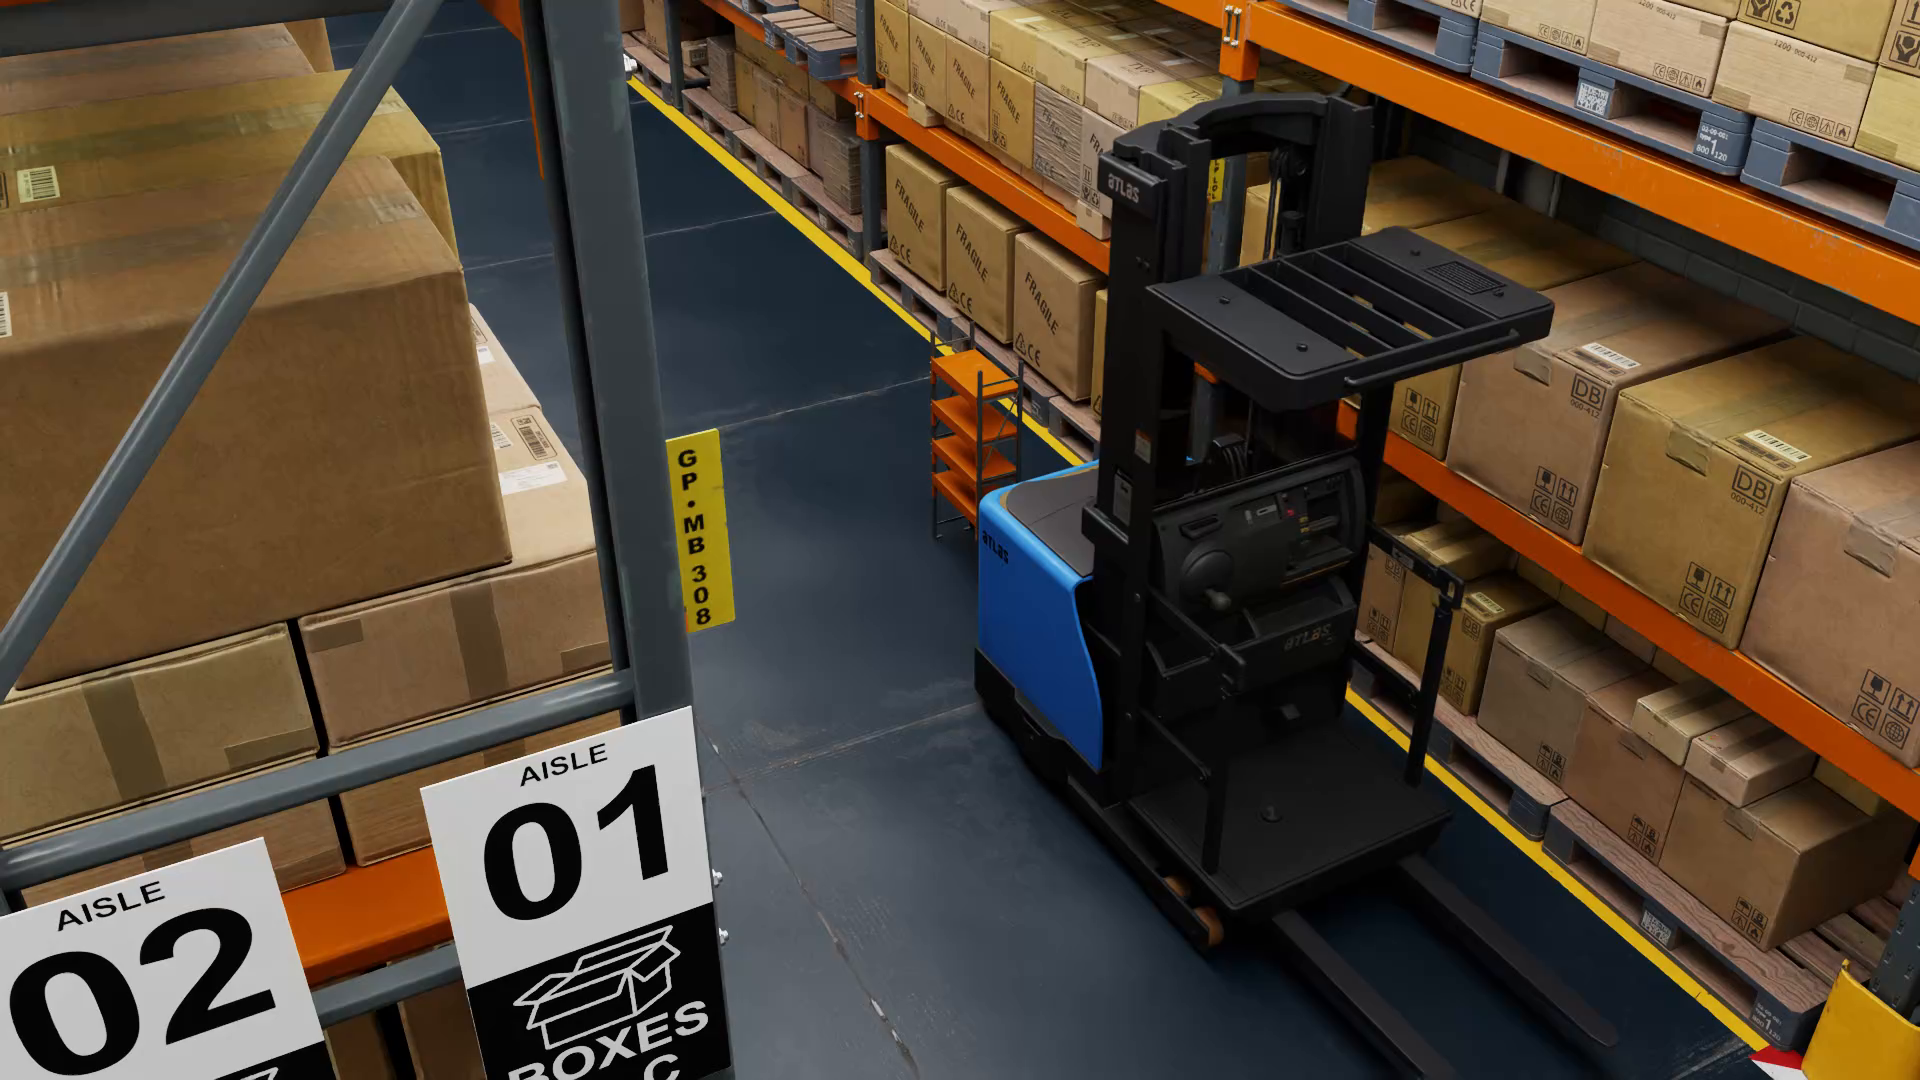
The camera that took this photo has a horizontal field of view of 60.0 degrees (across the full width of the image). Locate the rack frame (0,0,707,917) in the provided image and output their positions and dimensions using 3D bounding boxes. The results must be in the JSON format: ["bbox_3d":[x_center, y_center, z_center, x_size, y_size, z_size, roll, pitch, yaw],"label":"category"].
[{"bbox_3d":[-0.862,-0.764,1.601,1.000,3.000,0.127,-16,36,-23],"label":"rack frame"}]

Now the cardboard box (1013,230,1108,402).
[{"bbox_3d":[0.819,-1.367,9.707,0.750,0.750,0.750,-15,35,-22],"label":"cardboard box"}]

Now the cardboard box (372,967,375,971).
[{"bbox_3d":[-1.312,0.957,4.384,0.500,0.500,0.500,-16,36,-23],"label":"cardboard box"}]

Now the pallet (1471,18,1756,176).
[{"bbox_3d":[2.591,-1.646,5.840,1.003,0.211,1.213,-16,36,-23],"label":"pallet"}]

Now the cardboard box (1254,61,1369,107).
[{"bbox_3d":[1.670,-2.171,8.276,0.500,0.250,0.500,-15,35,-22],"label":"cardboard box"}]

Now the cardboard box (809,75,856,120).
[{"bbox_3d":[-0.803,-3.370,12.444,0.500,0.250,0.500,-15,36,-22],"label":"cardboard box"}]

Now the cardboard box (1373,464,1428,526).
[{"bbox_3d":[1.910,-0.200,7.608,0.380,0.149,0.250,-15,35,-22],"label":"cardboard box"}]

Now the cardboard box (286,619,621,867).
[{"bbox_3d":[-0.876,0.253,2.933,0.500,0.250,0.500,-16,36,-23],"label":"cardboard box"}]

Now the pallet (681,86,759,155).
[{"bbox_3d":[-1.712,-3.667,14.278,1.003,0.211,1.213,-16,36,-23],"label":"pallet"}]

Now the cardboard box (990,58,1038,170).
[{"bbox_3d":[0.505,-2.447,9.402,0.500,0.500,0.500,-15,36,-22],"label":"cardboard box"}]

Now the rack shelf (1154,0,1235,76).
[{"bbox_3d":[0.721,-3.309,9.021,1.077,0.370,4.000,-16,36,-23],"label":"rack shelf"}]

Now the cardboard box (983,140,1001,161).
[{"bbox_3d":[0.362,-2.384,9.905,0.380,0.149,0.250,-15,36,-22],"label":"cardboard box"}]

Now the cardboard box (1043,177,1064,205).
[{"bbox_3d":[0.692,-2.005,9.313,0.380,0.149,0.250,-17,36,-24],"label":"cardboard box"}]

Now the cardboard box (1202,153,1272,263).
[{"bbox_3d":[1.215,-1.727,8.279,0.500,0.500,0.500,-16,36,-24],"label":"cardboard box"}]

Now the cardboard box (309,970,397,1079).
[{"bbox_3d":[-1.313,1.156,3.146,0.500,0.500,0.500,-16,36,-24],"label":"cardboard box"}]

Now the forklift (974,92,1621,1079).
[{"bbox_3d":[1.225,0.038,5.973,1.130,2.935,3.031,-17,36,-24],"label":"forklift"}]

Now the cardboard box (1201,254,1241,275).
[{"bbox_3d":[1.246,-1.387,8.349,0.380,0.149,0.250,-16,36,-23],"label":"cardboard box"}]

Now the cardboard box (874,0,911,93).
[{"bbox_3d":[-0.211,-3.183,10.551,0.500,0.500,0.500,-15,35,-22],"label":"cardboard box"}]

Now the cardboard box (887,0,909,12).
[{"bbox_3d":[-0.214,-3.500,10.350,0.500,0.250,0.500,-15,36,-22],"label":"cardboard box"}]

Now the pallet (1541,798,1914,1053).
[{"bbox_3d":[3.077,1.326,6.484,1.003,0.211,1.213,-16,36,-23],"label":"pallet"}]

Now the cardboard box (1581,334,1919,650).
[{"bbox_3d":[2.923,-0.197,5.999,0.980,0.700,0.700,-16,36,-23],"label":"cardboard box"}]

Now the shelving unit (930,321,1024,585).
[{"bbox_3d":[0.077,-0.426,8.303,0.258,1.200,0.503,-16,36,-23],"label":"shelving unit"}]

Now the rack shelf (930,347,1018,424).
[{"bbox_3d":[0.077,-0.757,8.091,0.258,0.148,0.480,-16,36,-23],"label":"rack shelf"}]

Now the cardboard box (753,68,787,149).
[{"bbox_3d":[-1.231,-3.511,13.358,0.700,0.500,0.500,-15,36,-23],"label":"cardboard box"}]

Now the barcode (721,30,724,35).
[{"bbox_3d":[-2.207,-4.708,15.488,0.001,0.075,0.075,-16,36,-23],"label":"barcode"}]

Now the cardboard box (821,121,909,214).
[{"bbox_3d":[-0.593,-2.767,12.197,0.700,0.500,0.500,-15,36,-22],"label":"cardboard box"}]

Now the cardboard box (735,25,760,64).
[{"bbox_3d":[-1.510,-4.105,13.590,0.500,0.250,0.500,-17,36,-24],"label":"cardboard box"}]

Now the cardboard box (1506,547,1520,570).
[{"bbox_3d":[2.508,-0.031,7.345,0.380,0.149,0.250,-15,36,-23],"label":"cardboard box"}]

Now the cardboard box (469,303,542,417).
[{"bbox_3d":[-1.098,-0.200,3.176,0.500,0.250,0.500,-16,36,-23],"label":"cardboard box"}]

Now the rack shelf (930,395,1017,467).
[{"bbox_3d":[0.077,-0.558,8.219,0.258,0.148,0.480,-16,36,-23],"label":"rack shelf"}]

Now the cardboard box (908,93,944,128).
[{"bbox_3d":[-0.104,-2.720,10.430,0.380,0.149,0.250,-15,35,-22],"label":"cardboard box"}]

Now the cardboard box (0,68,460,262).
[{"bbox_3d":[-1.274,-0.465,2.895,0.700,0.500,0.500,-16,36,-23],"label":"cardboard box"}]

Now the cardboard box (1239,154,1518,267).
[{"bbox_3d":[1.892,-1.258,7.655,0.980,0.700,0.700,-15,36,-22],"label":"cardboard box"}]

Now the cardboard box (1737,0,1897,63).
[{"bbox_3d":[2.712,-1.743,4.871,0.500,0.500,0.500,-15,35,-22],"label":"cardboard box"}]

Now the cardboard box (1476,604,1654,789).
[{"bbox_3d":[2.635,0.602,6.957,0.700,0.500,0.500,-17,36,-25],"label":"cardboard box"}]

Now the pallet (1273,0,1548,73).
[{"bbox_3d":[2.026,-2.227,6.748,1.003,0.211,1.213,-16,36,-23],"label":"pallet"}]

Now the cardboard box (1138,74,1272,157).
[{"bbox_3d":[1.210,-2.045,8.079,0.500,0.250,0.500,-15,36,-22],"label":"cardboard box"}]

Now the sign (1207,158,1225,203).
[{"bbox_3d":[1.178,-1.708,7.635,0.100,0.325,0.005,-16,36,-23],"label":"sign"}]

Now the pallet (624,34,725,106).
[{"bbox_3d":[-2.421,-4.350,15.344,1.003,0.211,1.213,-16,36,-23],"label":"pallet"}]

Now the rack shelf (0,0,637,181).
[{"bbox_3d":[-1.794,-1.414,3.286,1.077,0.370,4.000,-16,36,-23],"label":"rack shelf"}]

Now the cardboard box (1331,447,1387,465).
[{"bbox_3d":[1.912,-0.136,8.110,0.700,0.500,0.500,-15,36,-23],"label":"cardboard box"}]

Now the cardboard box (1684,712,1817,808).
[{"bbox_3d":[2.883,0.792,6.059,0.380,0.149,0.250,-16,36,-24],"label":"cardboard box"}]

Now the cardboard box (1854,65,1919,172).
[{"bbox_3d":[2.942,-1.187,4.699,0.500,0.250,0.500,-15,35,-22],"label":"cardboard box"}]

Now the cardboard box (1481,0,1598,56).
[{"bbox_3d":[2.213,-1.928,5.855,0.500,0.250,0.500,-17,36,-24],"label":"cardboard box"}]

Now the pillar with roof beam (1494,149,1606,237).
[{"bbox_3d":[-1.063,-2.721,4.656,9.100,9.000,0.400,-16,36,-23],"label":"pillar with roof beam"}]

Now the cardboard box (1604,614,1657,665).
[{"bbox_3d":[2.867,0.335,6.773,0.380,0.149,0.250,-15,36,-22],"label":"cardboard box"}]

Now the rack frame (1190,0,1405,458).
[{"bbox_3d":[1.654,-1.395,8.146,1.000,3.000,0.127,-16,36,-23],"label":"rack frame"}]

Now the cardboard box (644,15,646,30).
[{"bbox_3d":[-2.804,-4.966,15.955,0.380,0.149,0.250,-19,37,-27],"label":"cardboard box"}]

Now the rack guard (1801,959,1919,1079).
[{"bbox_3d":[3.530,1.578,5.823,1.175,0.500,0.348,-16,36,-23],"label":"rack guard"}]
